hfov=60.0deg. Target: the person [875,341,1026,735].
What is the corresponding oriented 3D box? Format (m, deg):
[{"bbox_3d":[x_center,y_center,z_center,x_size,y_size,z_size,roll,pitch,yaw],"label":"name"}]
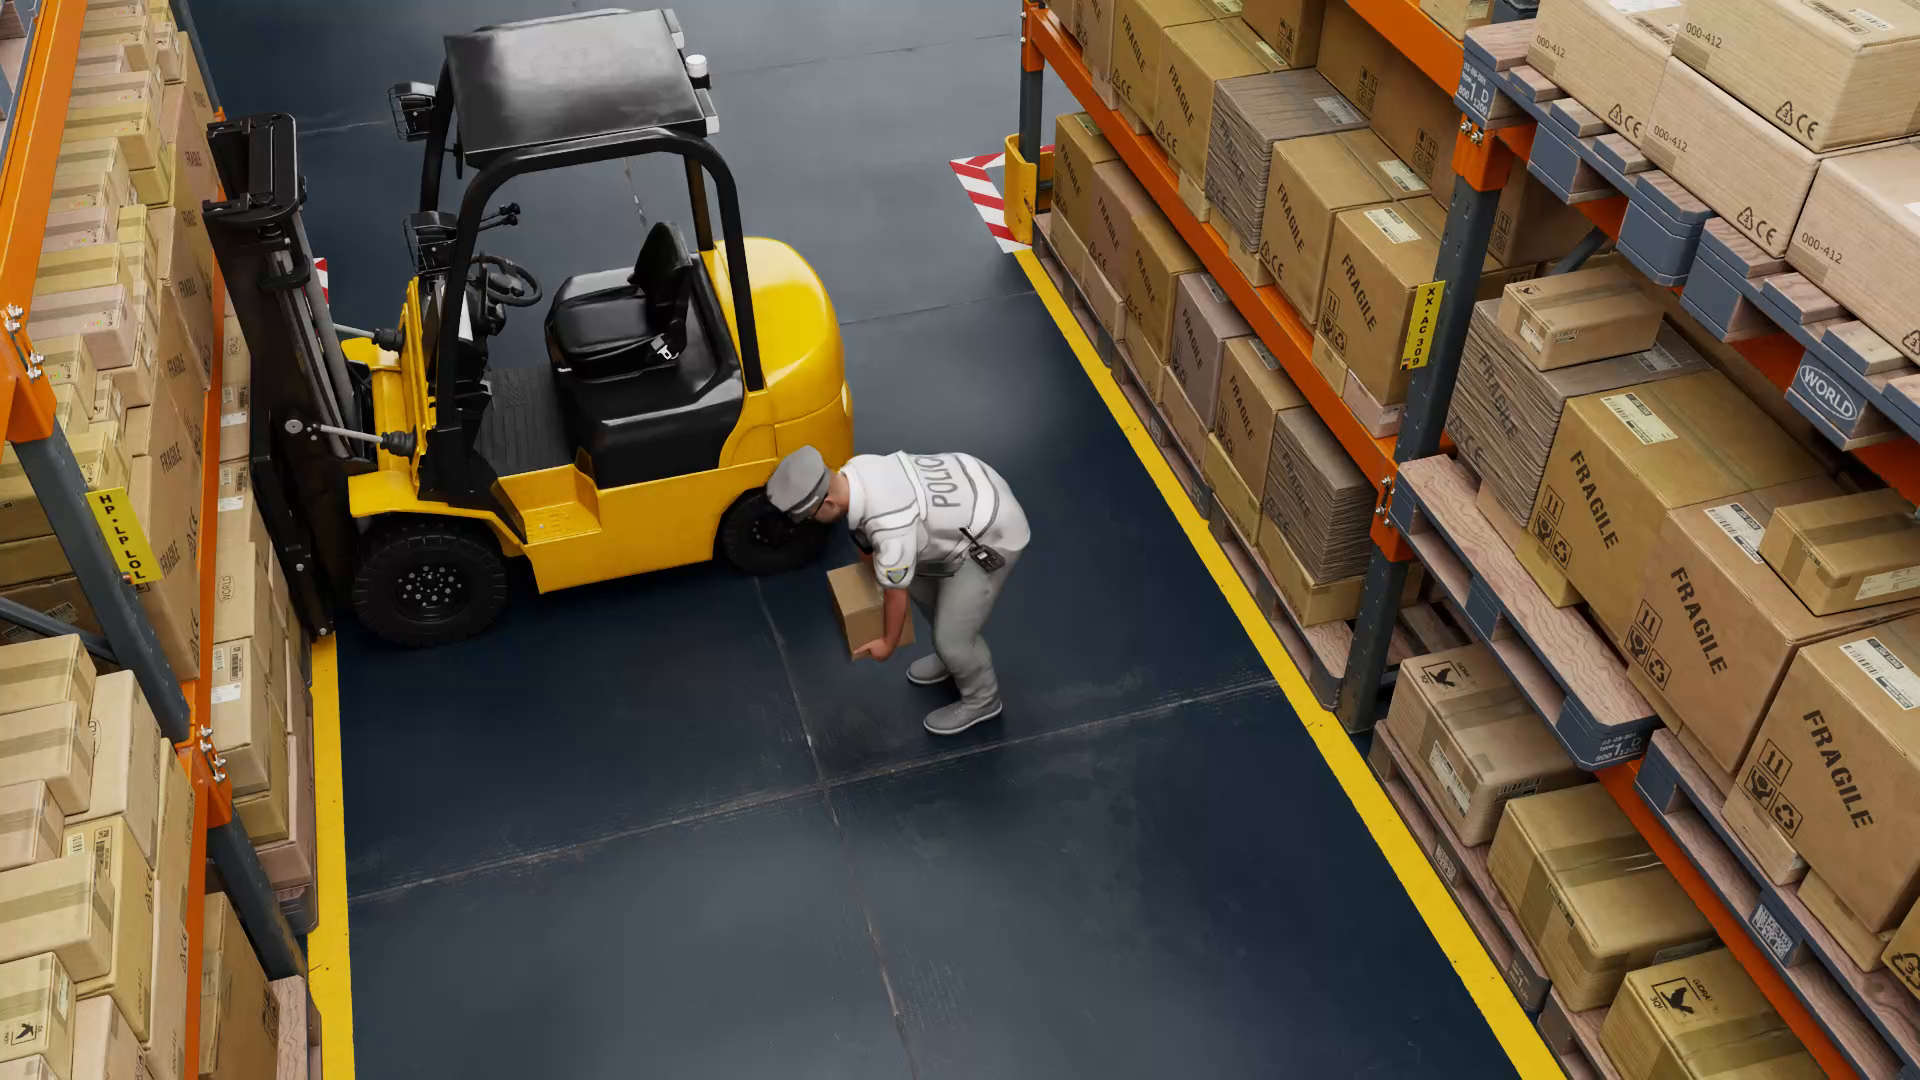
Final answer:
[{"bbox_3d":[-0.062,0.005,6.165,0.597,1.741,0.482,-13,43,-14],"label":"person"}]
